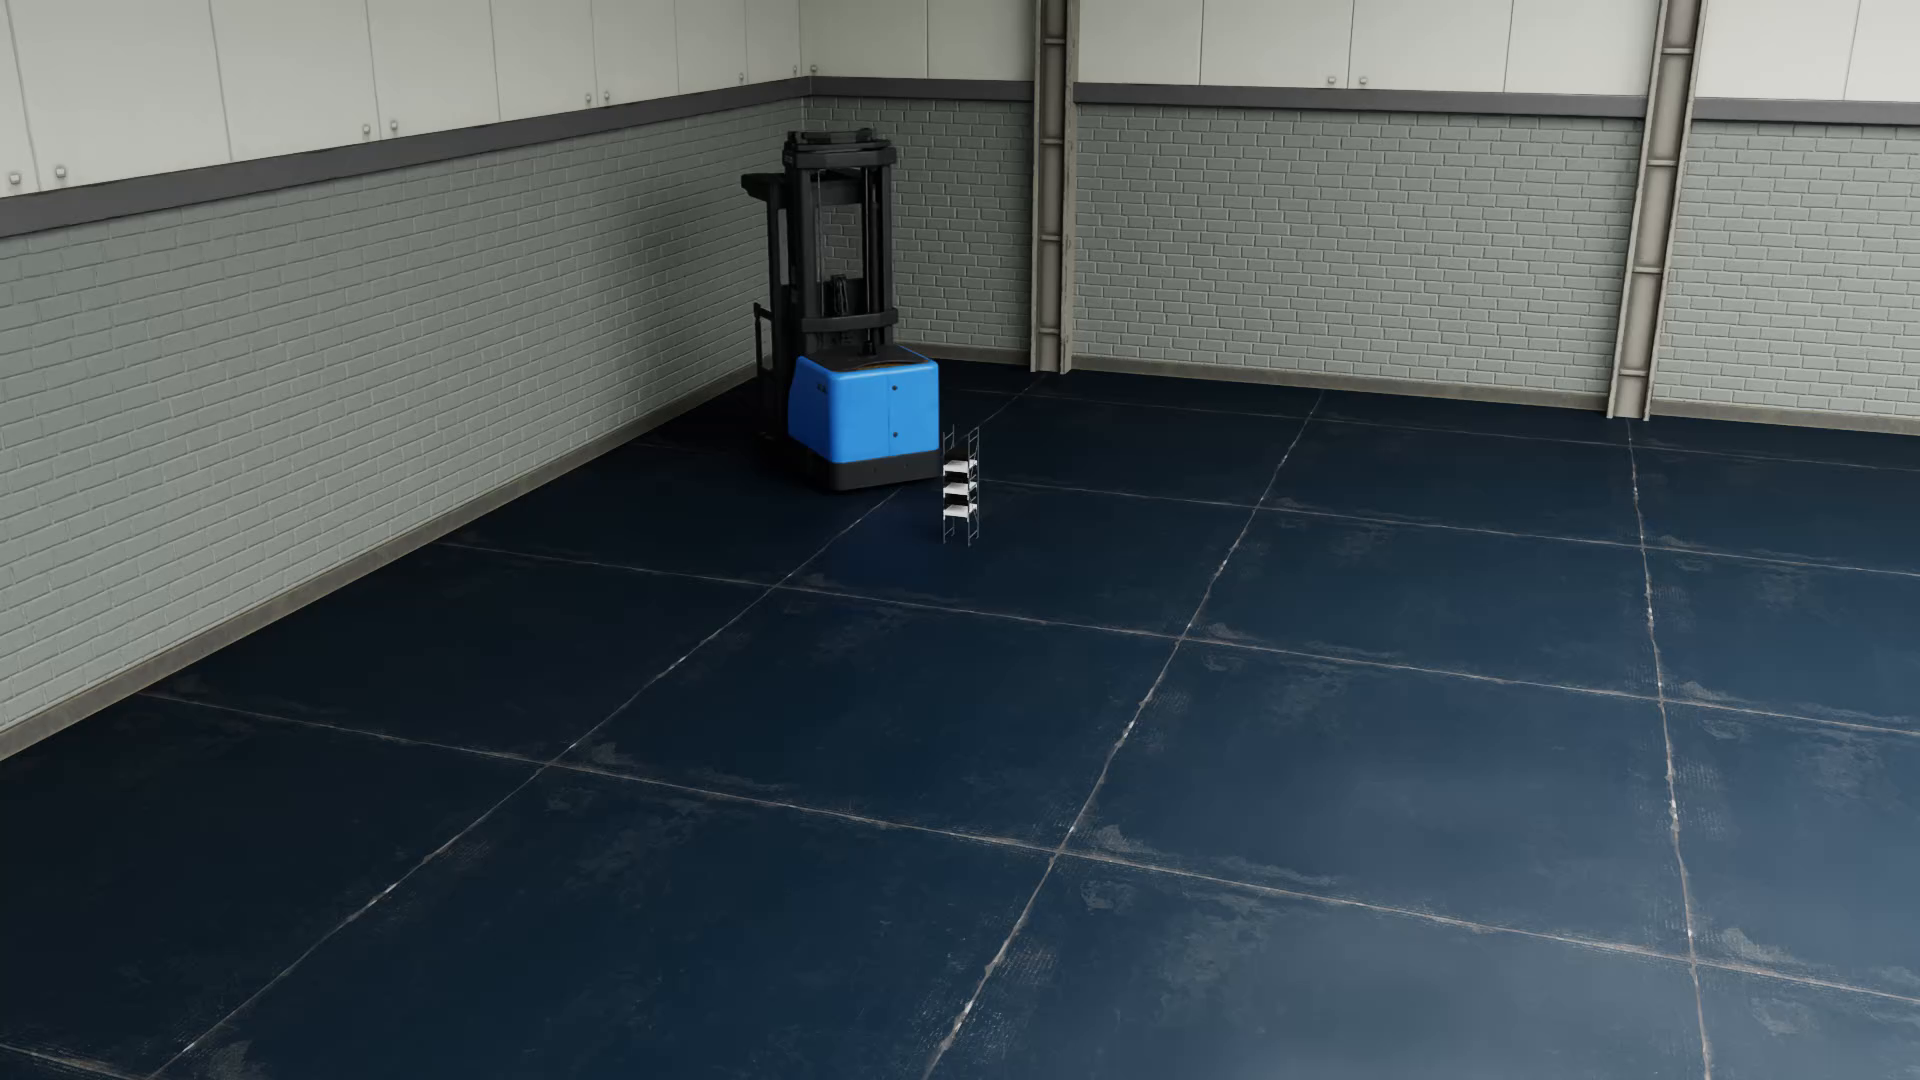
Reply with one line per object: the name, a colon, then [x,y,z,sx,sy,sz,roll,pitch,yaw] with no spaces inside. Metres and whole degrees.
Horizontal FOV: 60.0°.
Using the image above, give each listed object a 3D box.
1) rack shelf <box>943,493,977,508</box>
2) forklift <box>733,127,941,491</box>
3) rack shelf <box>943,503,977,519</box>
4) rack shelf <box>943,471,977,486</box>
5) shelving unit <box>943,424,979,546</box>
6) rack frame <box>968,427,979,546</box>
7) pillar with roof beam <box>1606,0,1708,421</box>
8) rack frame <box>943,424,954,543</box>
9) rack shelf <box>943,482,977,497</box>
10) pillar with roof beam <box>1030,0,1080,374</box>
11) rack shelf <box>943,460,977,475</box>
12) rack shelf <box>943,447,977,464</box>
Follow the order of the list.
rack shelf: [0.008,-0.308,12.966,0.200,0.077,0.258,7,20,18]
forklift: [-1.281,-2.242,15.056,1.130,2.935,3.031,-9,21,-25]
rack shelf: [0.008,-0.223,12.996,0.200,0.077,0.258,7,20,18]
rack shelf: [0.008,-0.478,12.907,0.200,0.077,0.258,7,20,18]
shelving unit: [0.008,-0.424,12.926,0.210,0.900,0.258,7,20,18]
rack frame: [0.104,-0.413,12.894,0.006,0.900,0.240,7,20,18]
pillar with roof beam: [5.267,-4.157,11.331,0.400,9.000,9.100,7,20,18]
rack frame: [-0.088,-0.435,12.957,0.006,0.900,0.240,7,20,18]
rack shelf: [0.008,-0.393,12.937,0.200,0.077,0.258,7,20,18]
pillar with roof beam: [-0.400,-4.805,13.190,0.400,9.000,9.100,7,20,18]
rack shelf: [0.008,-0.563,12.877,0.200,0.077,0.258,7,20,18]
rack shelf: [0.008,-0.648,12.848,0.200,0.077,0.258,7,20,18]
